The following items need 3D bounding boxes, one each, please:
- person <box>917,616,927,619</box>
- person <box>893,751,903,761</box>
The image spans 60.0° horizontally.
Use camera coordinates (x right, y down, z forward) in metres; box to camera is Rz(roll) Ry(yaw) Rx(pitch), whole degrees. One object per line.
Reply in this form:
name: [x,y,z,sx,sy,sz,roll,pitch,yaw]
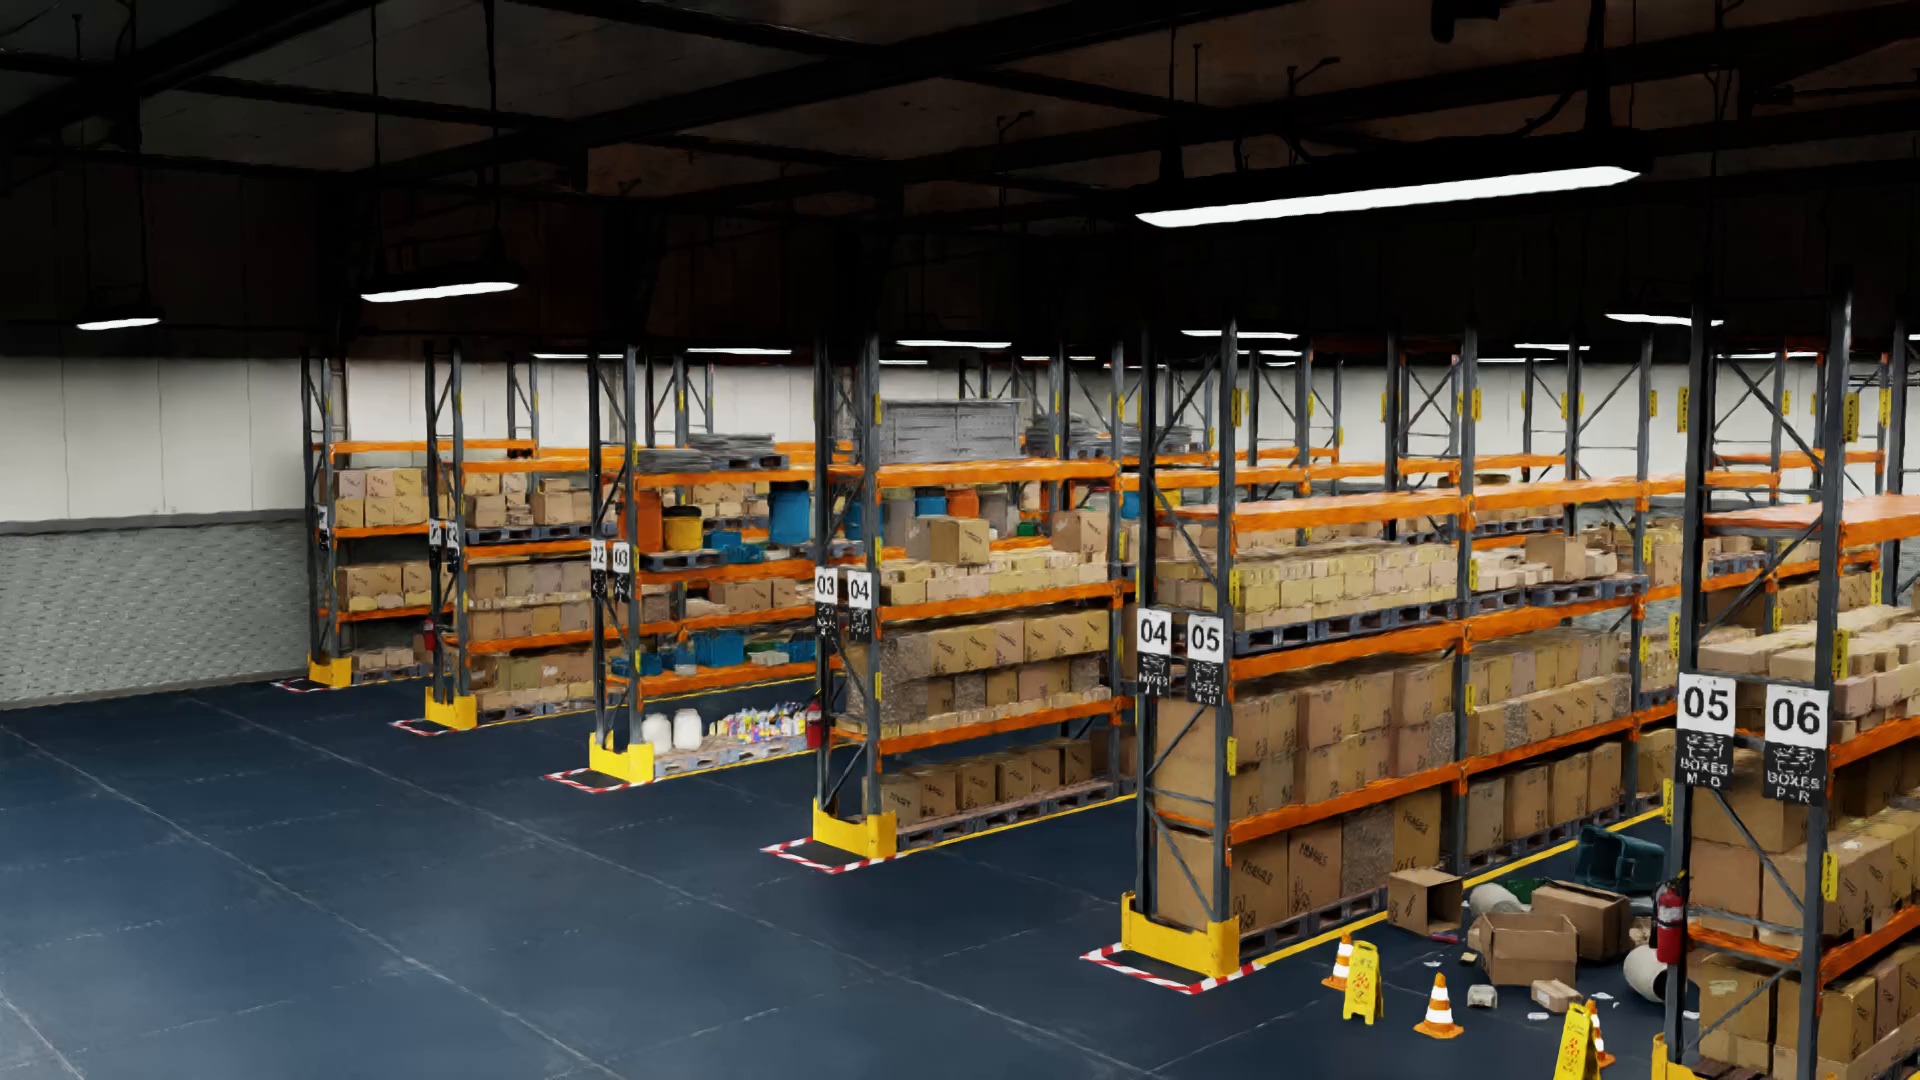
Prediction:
person: [-0.711,1.671,30.623,0.478,1.580,1.000,4,6,39]
person: [-0.937,2.293,23.566,0.626,1.594,0.809,3,6,29]
